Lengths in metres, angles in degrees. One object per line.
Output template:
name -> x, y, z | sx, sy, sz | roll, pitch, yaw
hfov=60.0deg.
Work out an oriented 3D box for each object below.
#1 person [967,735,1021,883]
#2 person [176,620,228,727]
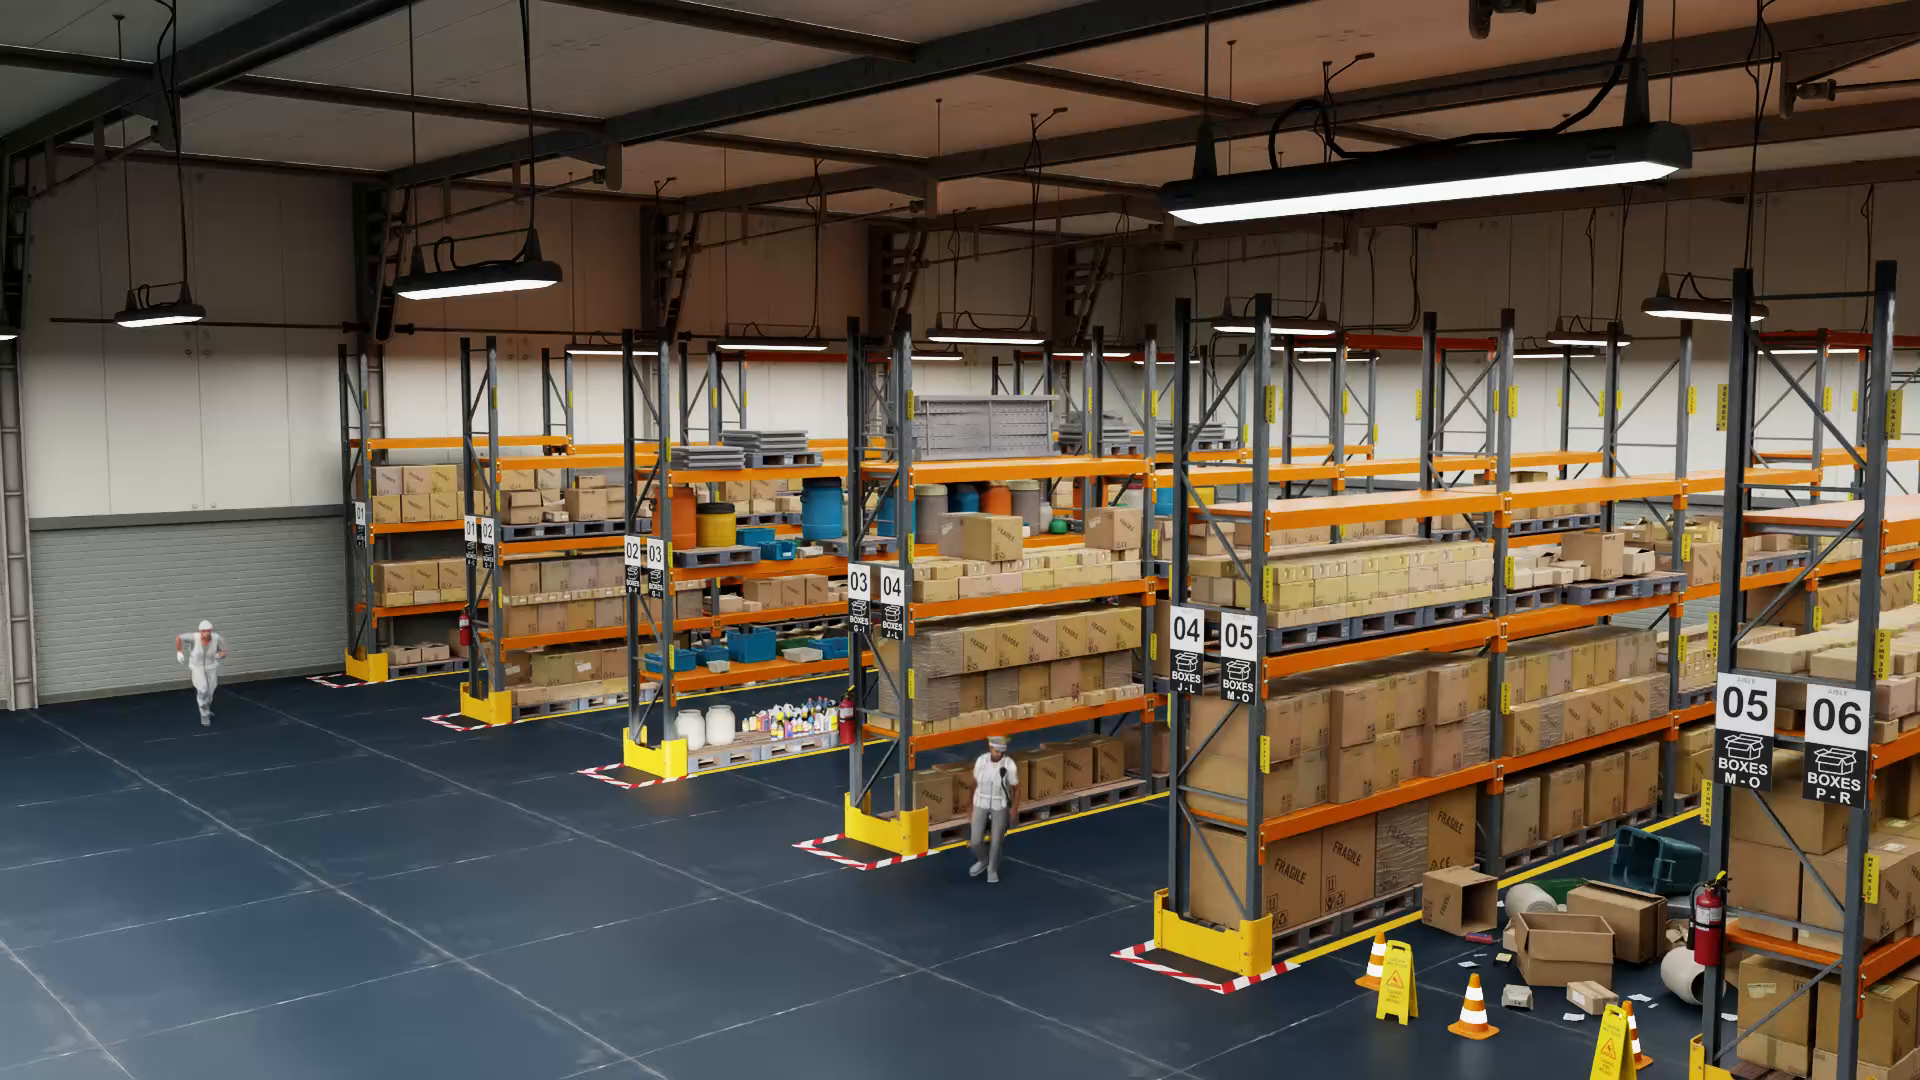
person -> 0.341, 2.814, 17.368 | 0.595, 1.610, 0.590 | 1, 5, 6
person -> -11.742, 2.049, 25.781 | 0.714, 1.696, 0.993 | -3, 6, -30
